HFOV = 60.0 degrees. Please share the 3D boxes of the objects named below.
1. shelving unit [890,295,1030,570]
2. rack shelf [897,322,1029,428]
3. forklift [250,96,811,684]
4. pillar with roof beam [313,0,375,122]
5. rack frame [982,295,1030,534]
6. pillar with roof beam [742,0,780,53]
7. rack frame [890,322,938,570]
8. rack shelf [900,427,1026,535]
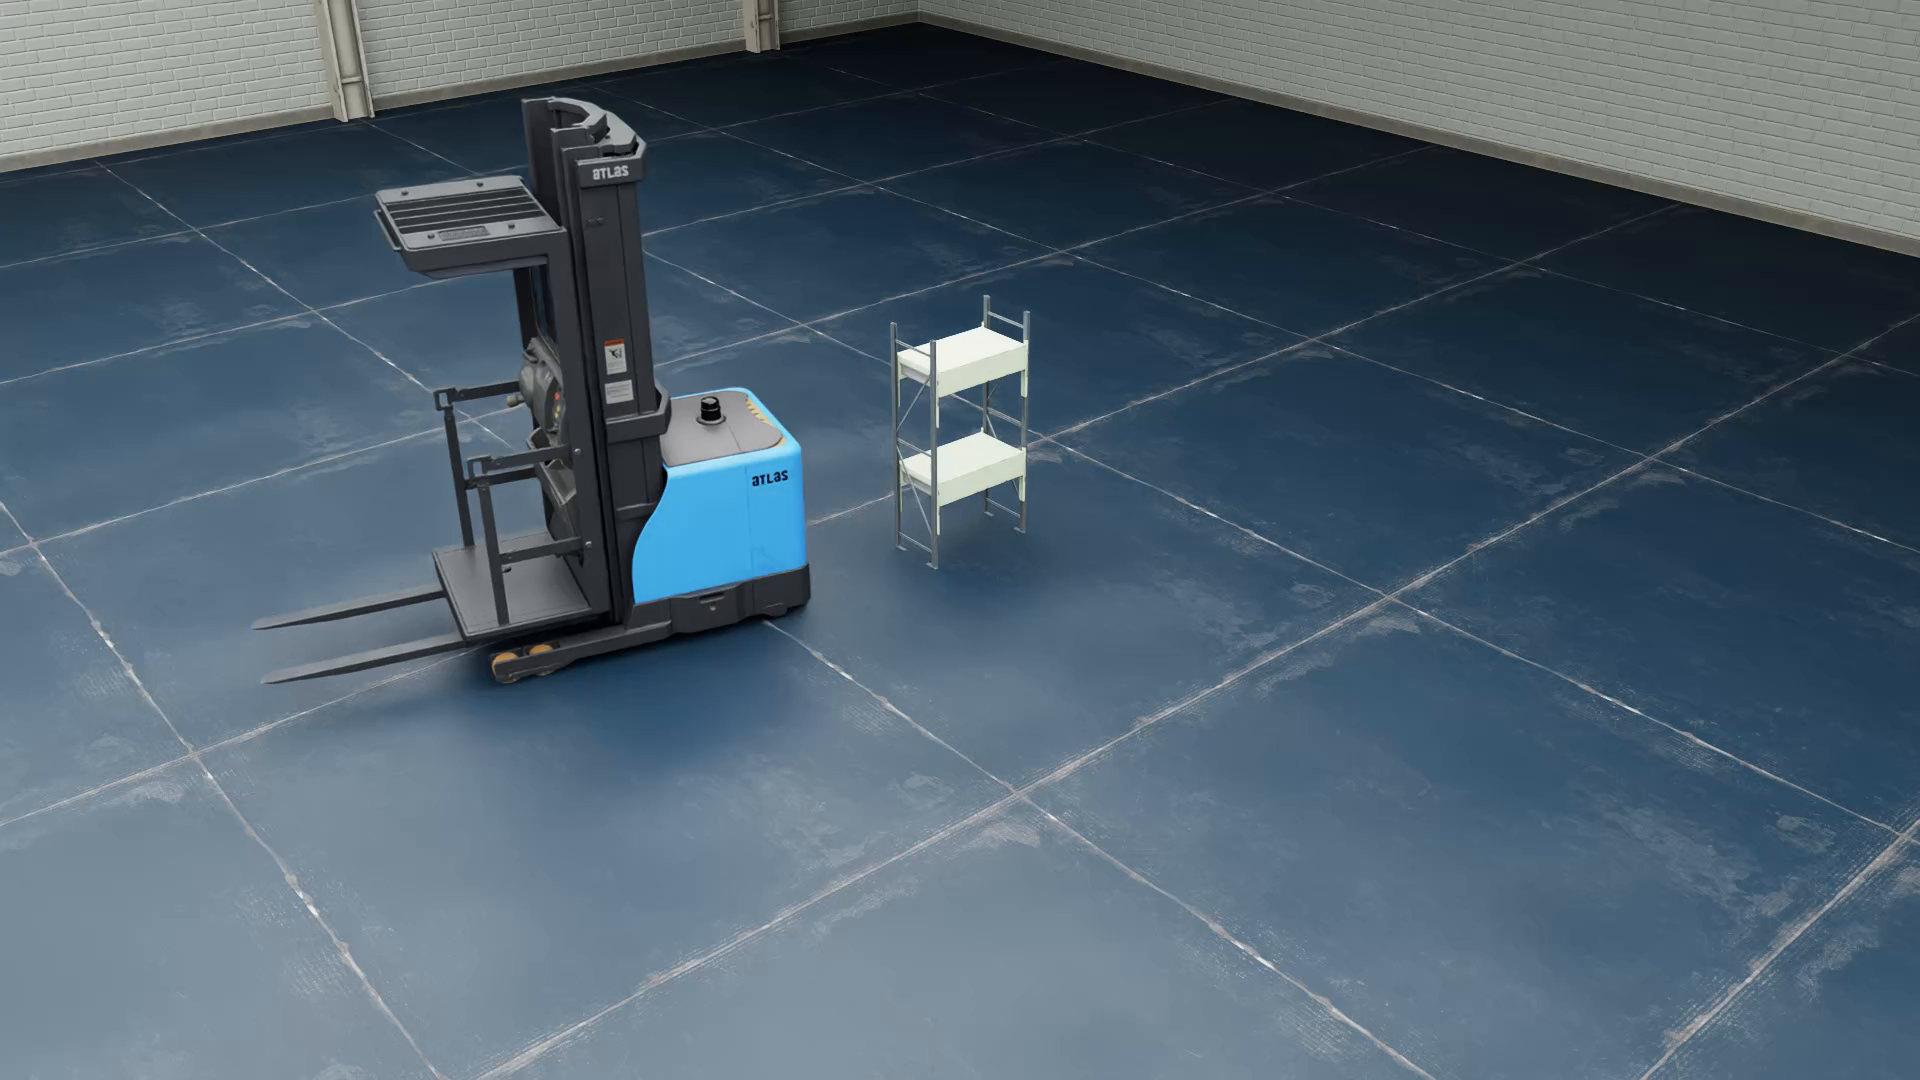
[{"bbox_3d":[0.005,-0.664,10.259,0.755,1.500,0.431,-22,35,-35],"label":"shelving unit"},{"bbox_3d":[0.005,-1.008,10.075,0.720,0.370,0.431,-22,35,-35],"label":"rack shelf"},{"bbox_3d":[-2.440,-0.789,8.975,3.031,2.935,1.130,-12,31,-22],"label":"forklift"},{"bbox_3d":[-4.580,-7.577,15.239,0.400,9.000,9.100,-22,35,-35],"label":"pillar with roof beam"},{"bbox_3d":[0.284,-0.775,10.468,0.023,1.500,0.400,-22,35,-35],"label":"rack frame"},{"bbox_3d":[-0.015,-9.412,18.673,0.400,9.000,9.100,-22,35,-35],"label":"pillar with roof beam"},{"bbox_3d":[-0.273,-0.552,10.049,0.023,1.500,0.400,-22,35,-35],"label":"rack frame"},{"bbox_3d":[0.005,-0.376,10.412,0.720,0.370,0.431,-22,35,-35],"label":"rack shelf"}]
